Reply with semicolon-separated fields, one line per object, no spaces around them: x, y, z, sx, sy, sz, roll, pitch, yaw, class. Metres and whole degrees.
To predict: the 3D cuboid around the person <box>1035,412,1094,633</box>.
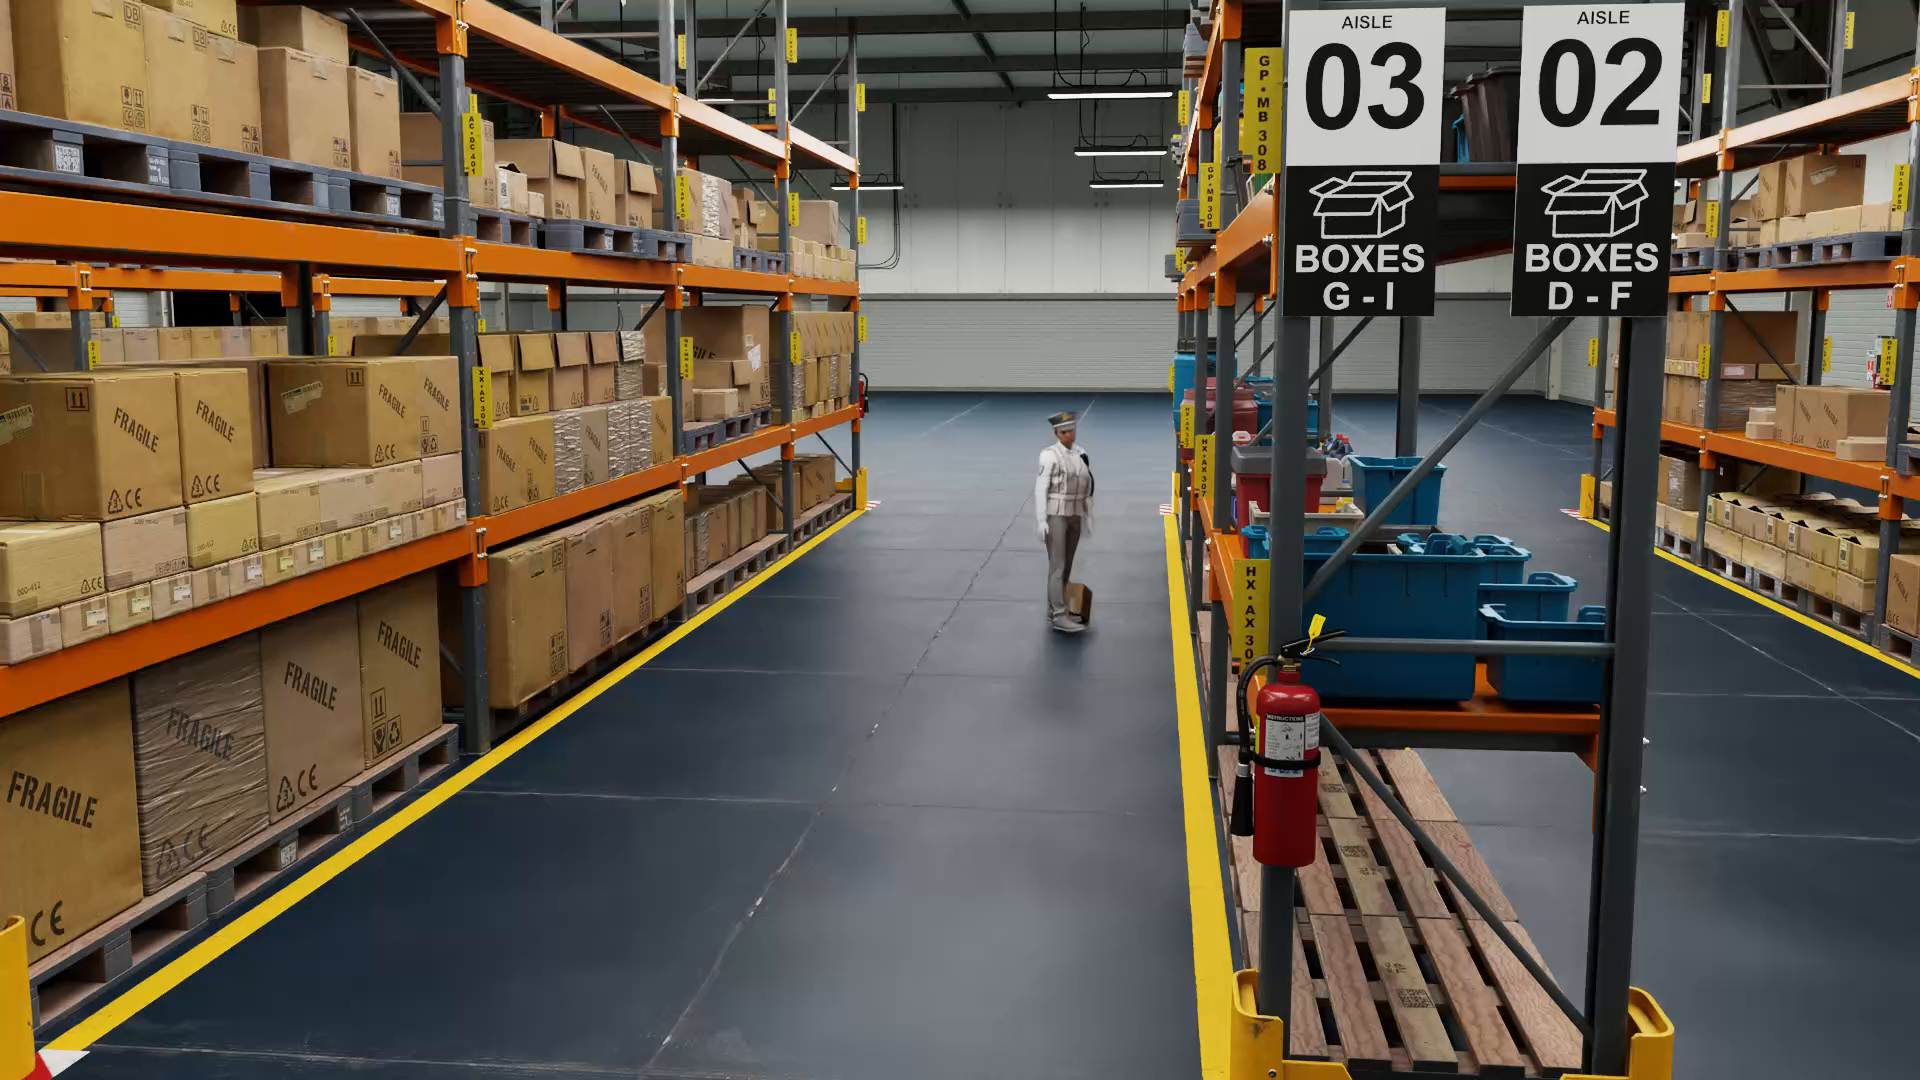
0.810;-0.149;12.687;0.561;1.666;0.573;8;11;44;person
